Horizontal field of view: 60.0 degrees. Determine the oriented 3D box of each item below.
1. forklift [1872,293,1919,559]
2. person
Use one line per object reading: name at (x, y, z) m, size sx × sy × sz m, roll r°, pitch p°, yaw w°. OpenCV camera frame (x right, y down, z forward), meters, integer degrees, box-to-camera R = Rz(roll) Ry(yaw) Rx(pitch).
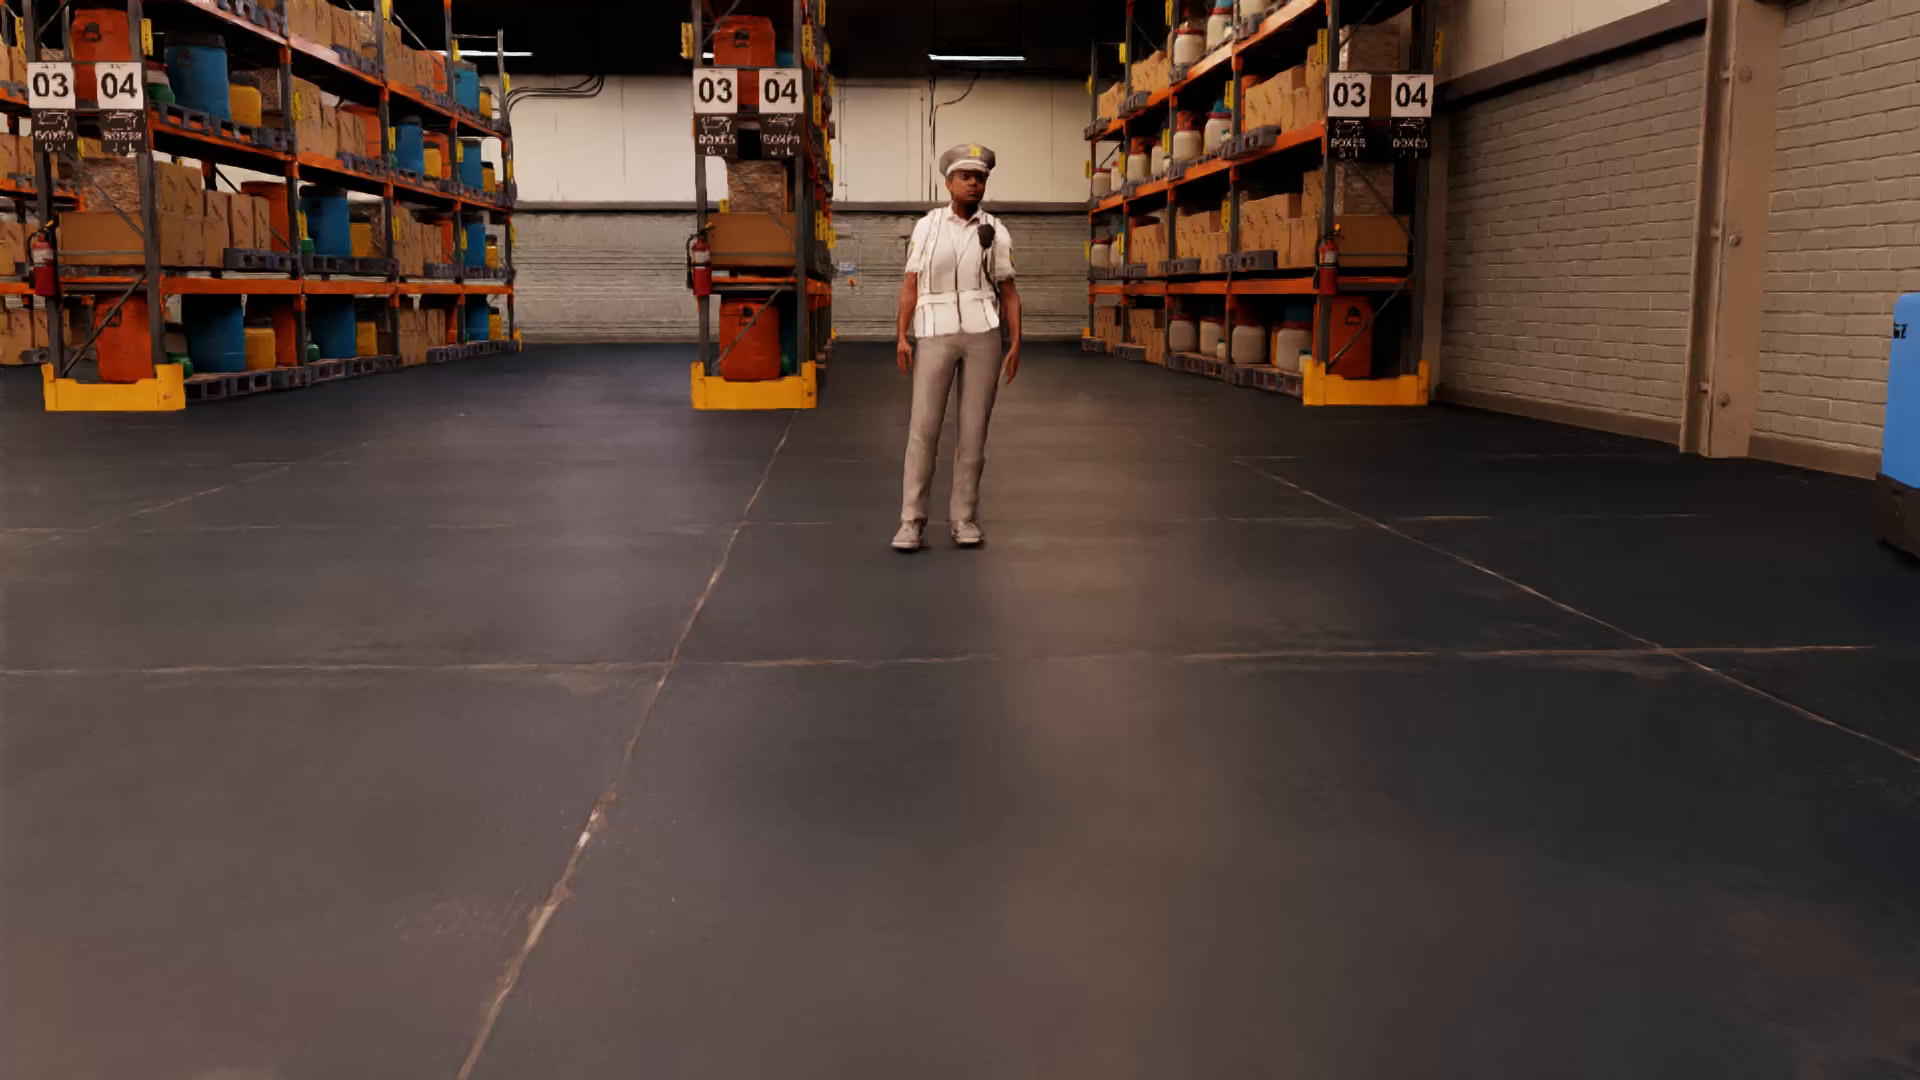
forklift at (4.025, -1.207, 5.457) m, size 1.130 × 2.935 × 3.031 m, roll 2°, pitch 9°, yaw 16°
person at (-0.015, -0.835, 7.109) m, size 0.570 × 1.695 × 0.529 m, roll -1°, pitch 8°, yaw -4°
